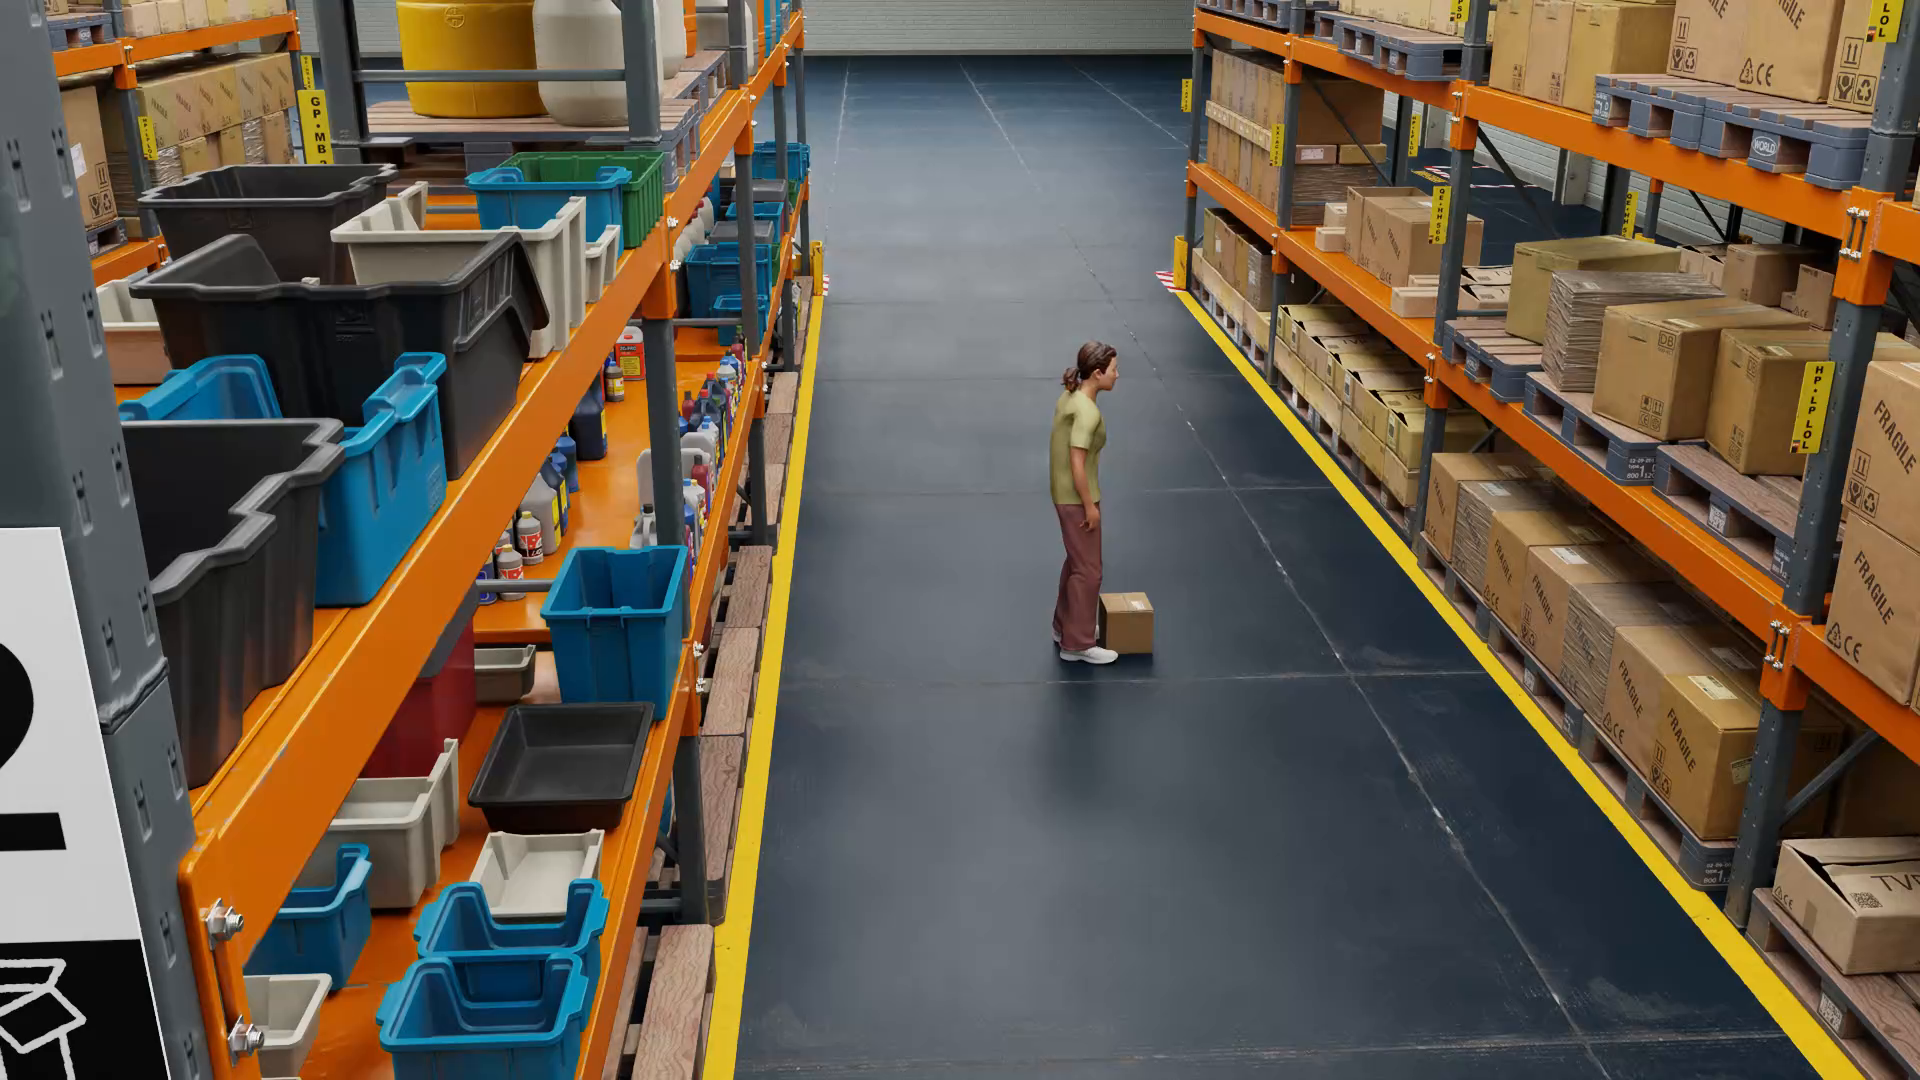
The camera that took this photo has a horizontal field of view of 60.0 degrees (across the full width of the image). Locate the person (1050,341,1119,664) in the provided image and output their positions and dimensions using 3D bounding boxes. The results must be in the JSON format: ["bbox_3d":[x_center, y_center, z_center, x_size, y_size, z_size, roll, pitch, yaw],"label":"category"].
[{"bbox_3d":[0.643,-0.210,8.642,0.356,1.673,0.499,-1,20,-3],"label":"person"}]
